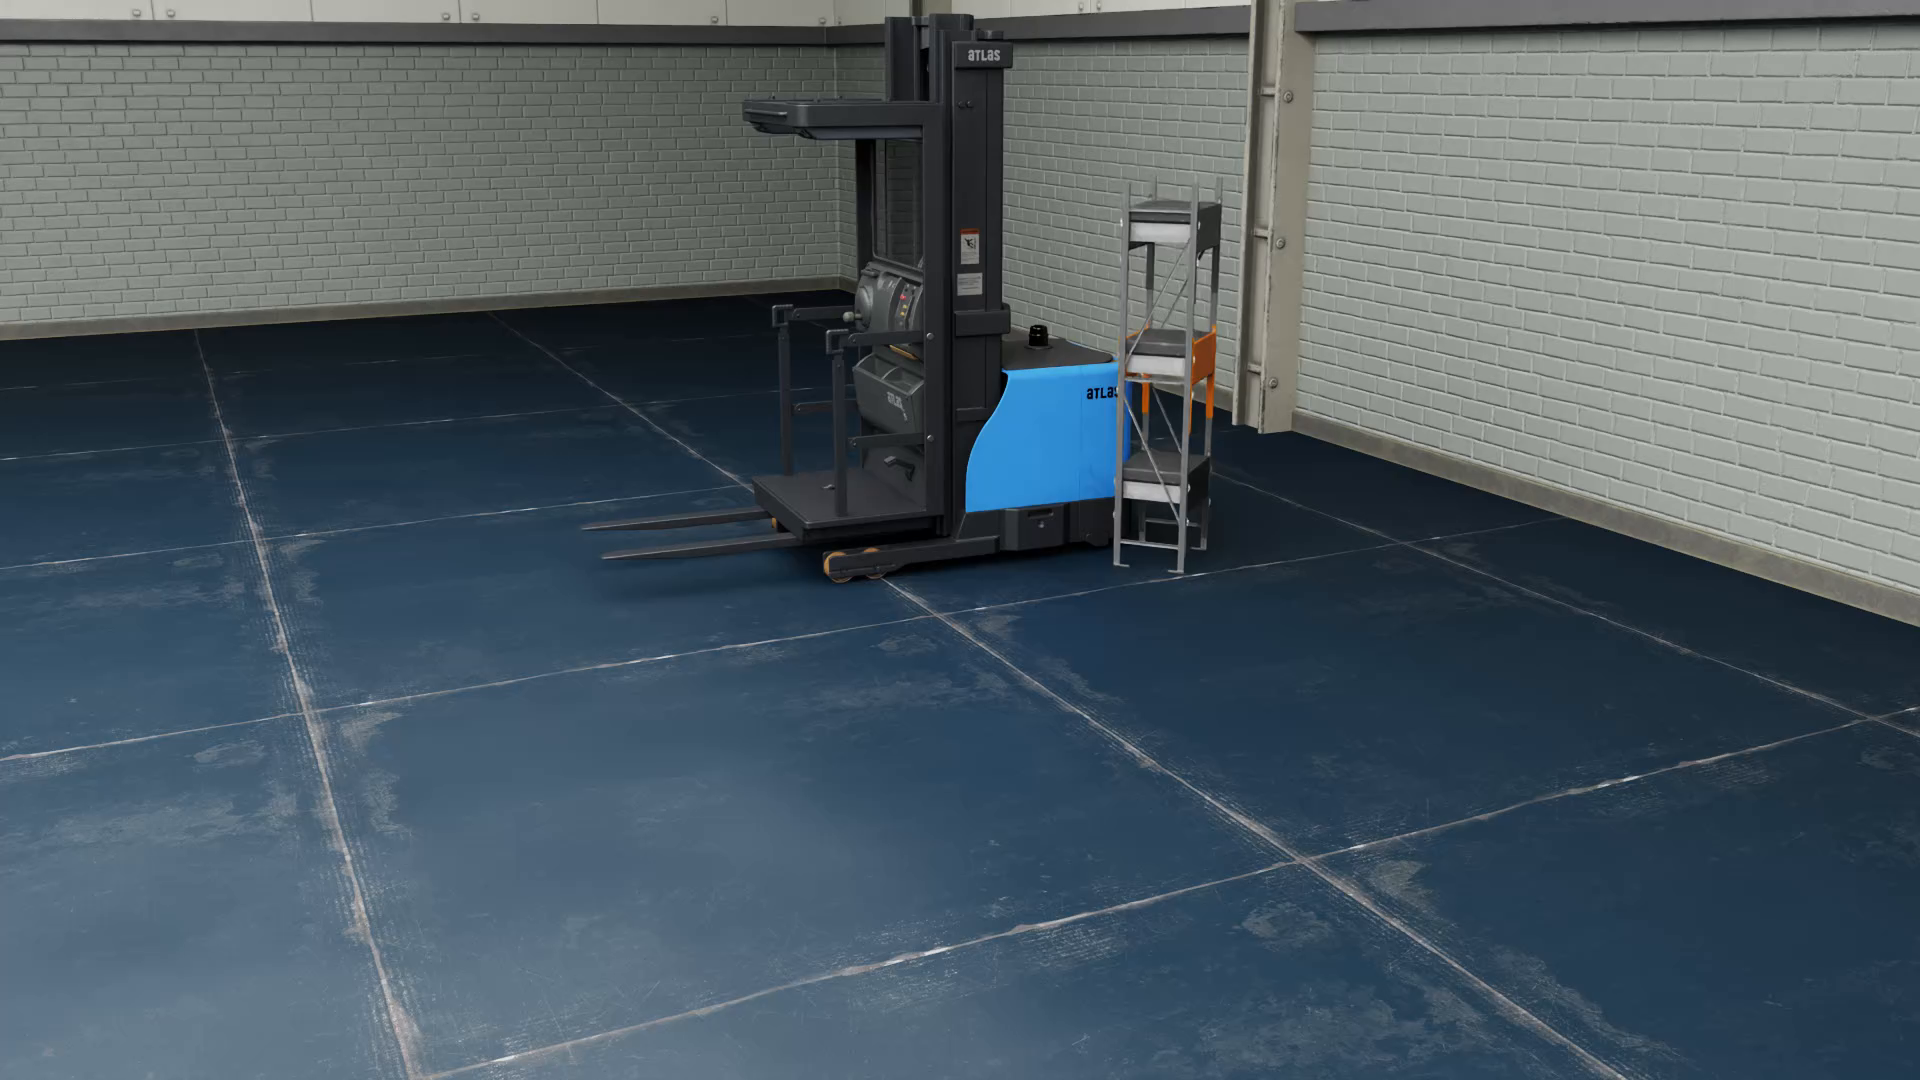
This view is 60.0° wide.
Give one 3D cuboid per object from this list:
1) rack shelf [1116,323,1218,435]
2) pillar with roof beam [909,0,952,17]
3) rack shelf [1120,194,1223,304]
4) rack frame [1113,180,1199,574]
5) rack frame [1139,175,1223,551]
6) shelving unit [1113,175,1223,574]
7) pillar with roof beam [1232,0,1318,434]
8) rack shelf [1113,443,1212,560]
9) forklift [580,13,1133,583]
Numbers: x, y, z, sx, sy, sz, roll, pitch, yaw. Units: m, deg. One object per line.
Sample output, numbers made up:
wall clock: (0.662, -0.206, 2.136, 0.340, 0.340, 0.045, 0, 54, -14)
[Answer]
rack shelf: (1.135, -0.895, 9.113, 0.431, 0.518, 0.480, 7, 17, 22)
pillar with roof beam: (-4.171, -6.161, 14.906, 9.100, 9.000, 0.400, -8, 18, -25)
rack shelf: (1.135, -1.568, 8.920, 0.431, 0.518, 0.480, 7, 17, 22)
rack frame: (1.041, -0.846, 8.893, 0.400, 2.100, 0.015, 7, 17, 22)
rack frame: (1.230, -0.970, 9.325, 0.400, 2.100, 0.015, 7, 17, 22)
shelving unit: (1.135, -0.908, 9.109, 0.431, 2.100, 0.503, 7, 17, 22)
pillar with roof beam: (-1.543, -4.673, 9.721, 9.100, 9.000, 0.400, -8, 18, -25)
rack shelf: (1.135, -0.222, 9.306, 0.431, 0.518, 0.480, 7, 17, 22)
forklift: (-0.578, -1.343, 9.117, 3.031, 2.935, 1.130, -6, 17, -22)
